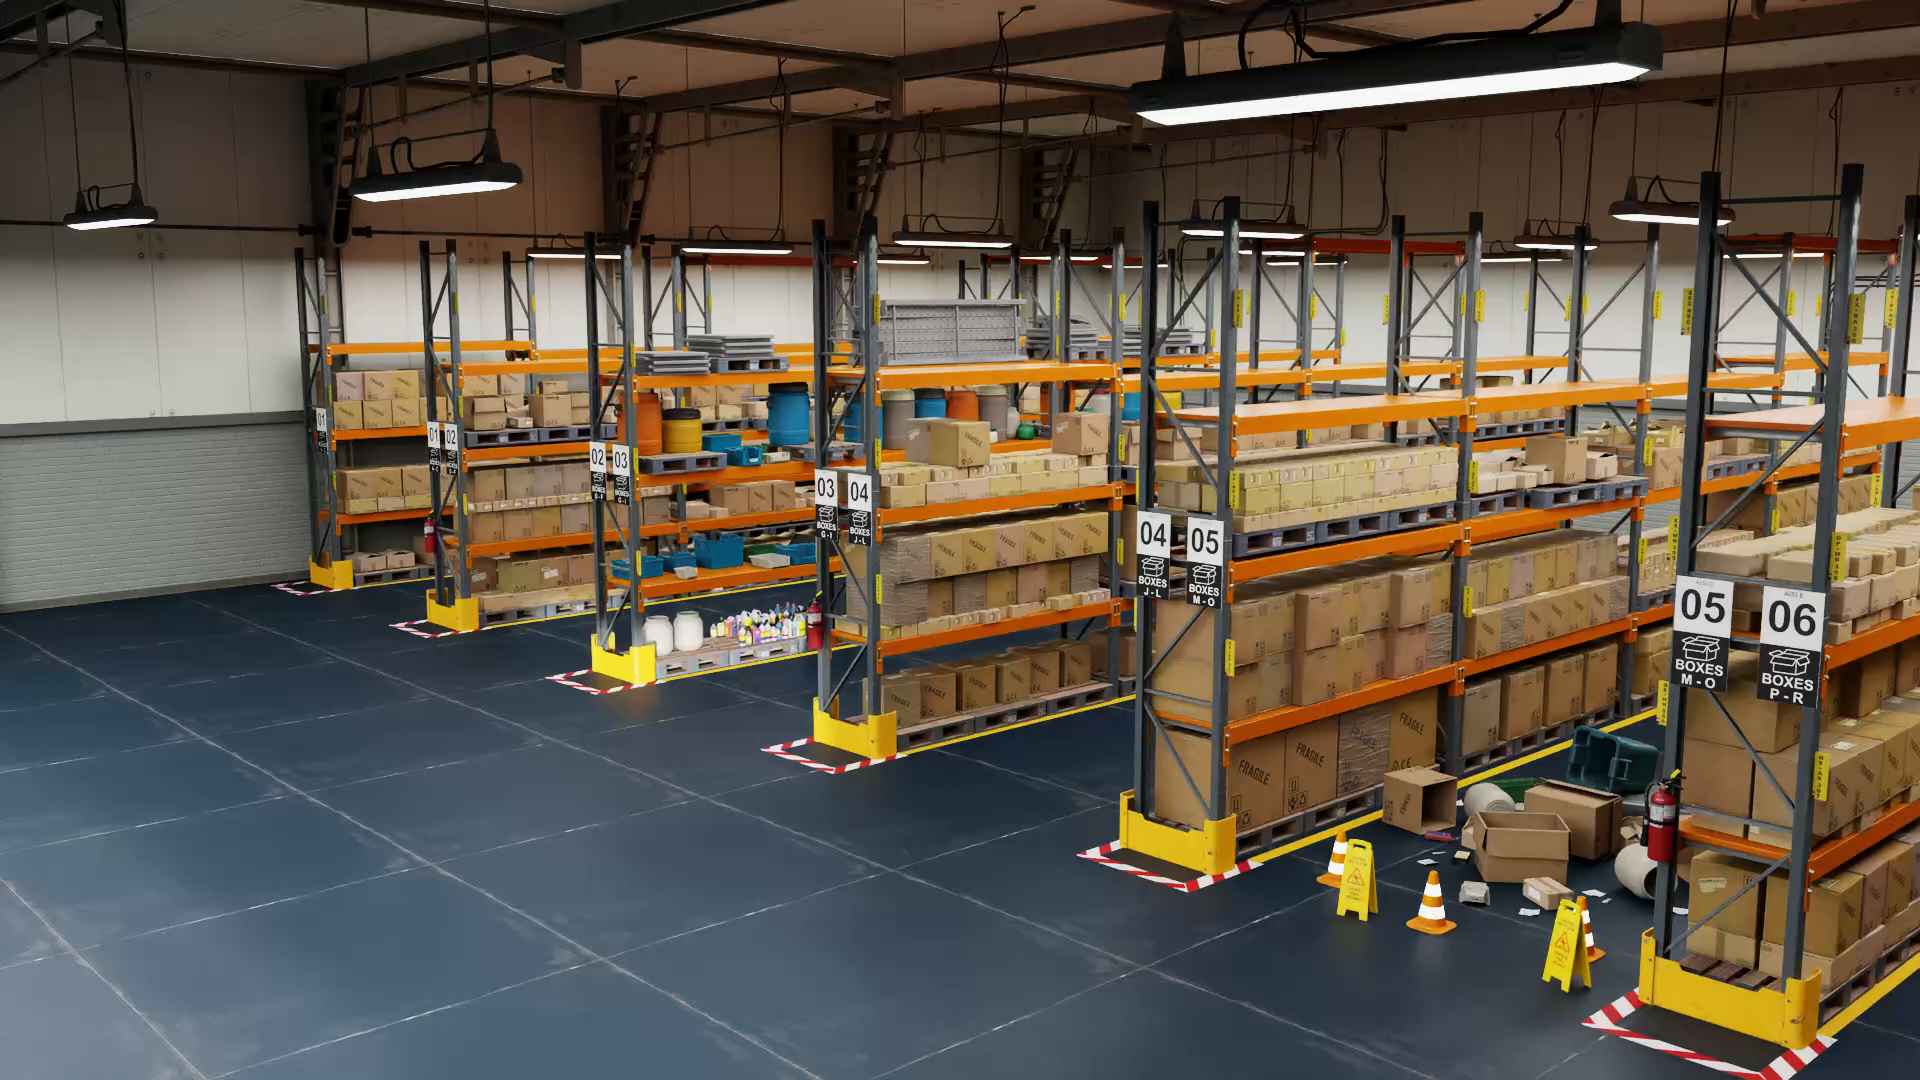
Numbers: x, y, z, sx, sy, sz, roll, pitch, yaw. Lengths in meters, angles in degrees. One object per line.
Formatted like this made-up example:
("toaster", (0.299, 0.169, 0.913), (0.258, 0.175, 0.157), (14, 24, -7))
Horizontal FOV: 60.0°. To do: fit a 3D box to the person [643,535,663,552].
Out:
("person", (-5.606, -0.147, 30.550), (0.628, 1.705, 0.945), (6, 10, 36))
